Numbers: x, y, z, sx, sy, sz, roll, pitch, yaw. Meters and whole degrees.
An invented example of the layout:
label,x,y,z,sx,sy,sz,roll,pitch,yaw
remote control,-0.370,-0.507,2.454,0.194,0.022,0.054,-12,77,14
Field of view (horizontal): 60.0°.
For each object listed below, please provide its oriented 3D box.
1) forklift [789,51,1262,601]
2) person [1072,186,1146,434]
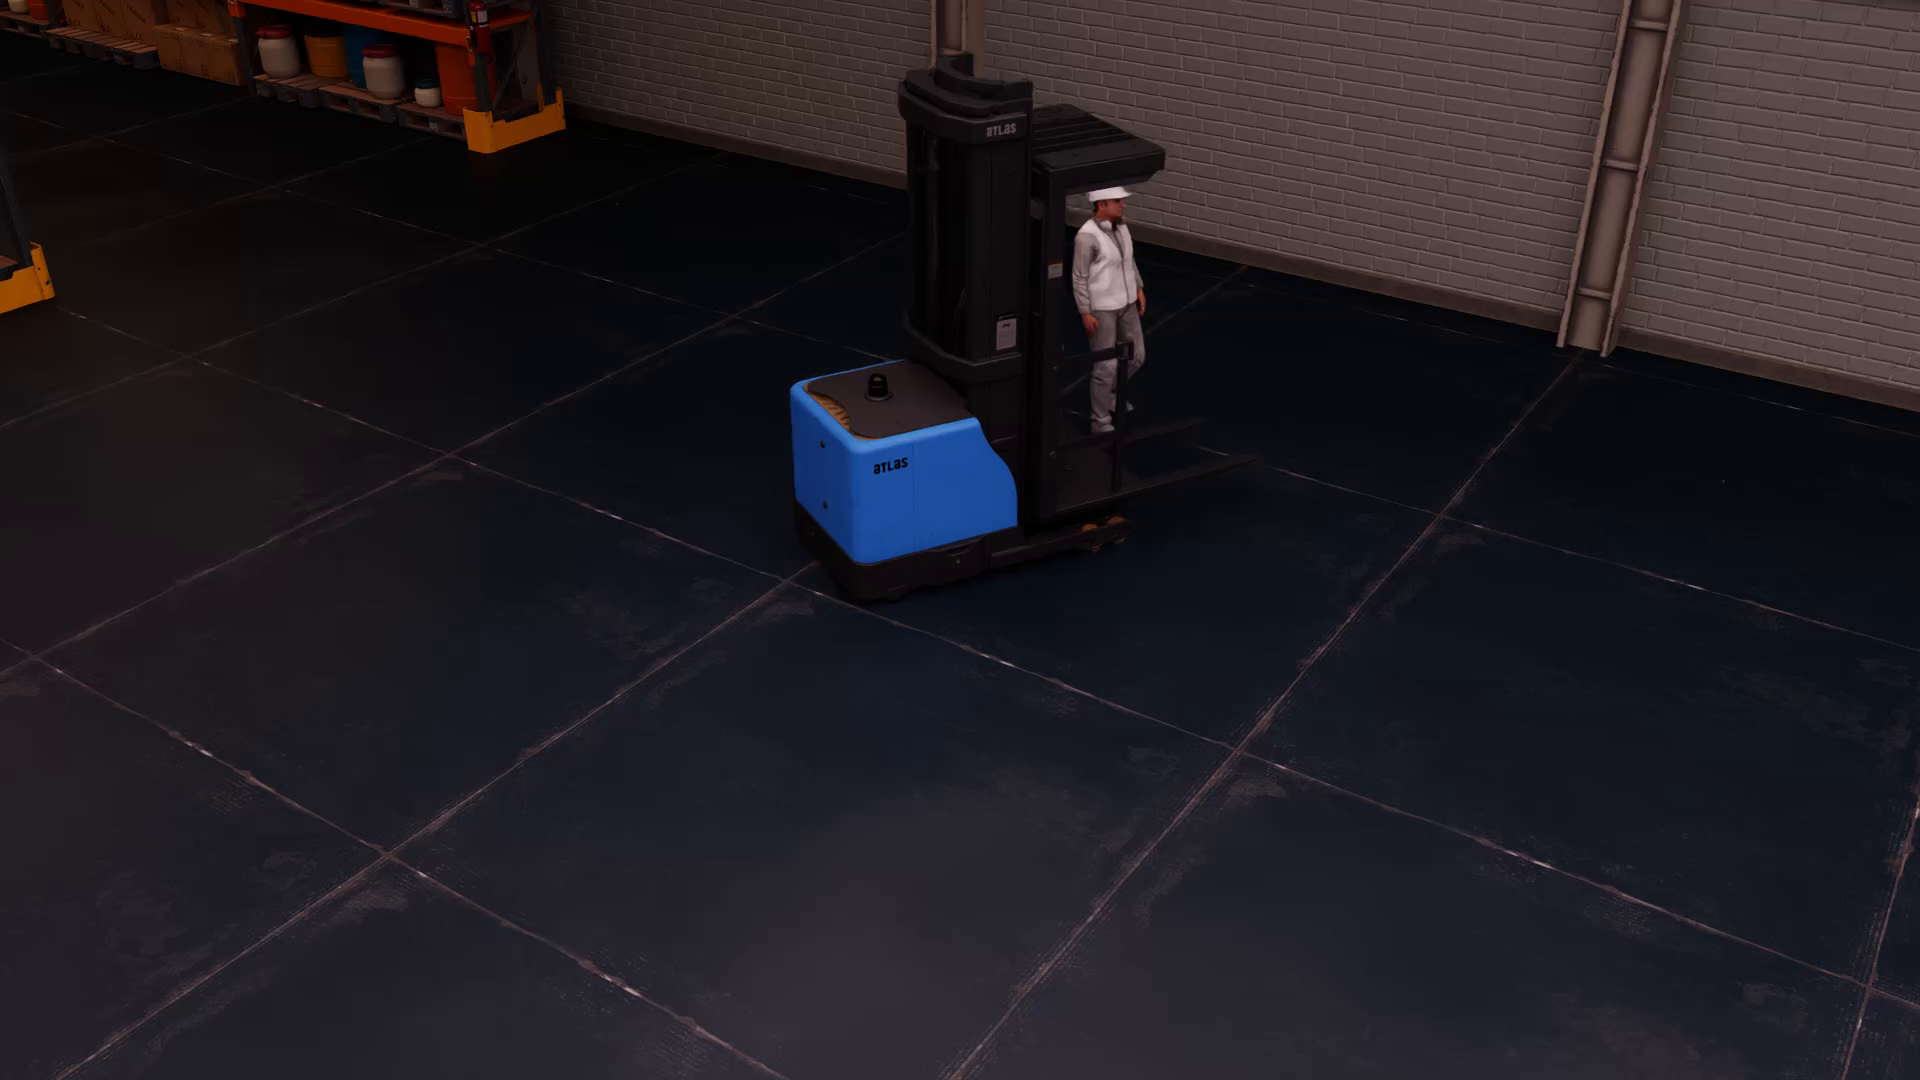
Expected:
label,x,y,z,sx,sy,sz,roll,pitch,yaw
forklift,0.505,-1.421,10.028,3.031,2.935,1.130,-15,33,-24
person,1.086,-1.609,11.445,0.593,1.759,0.663,24,38,35
